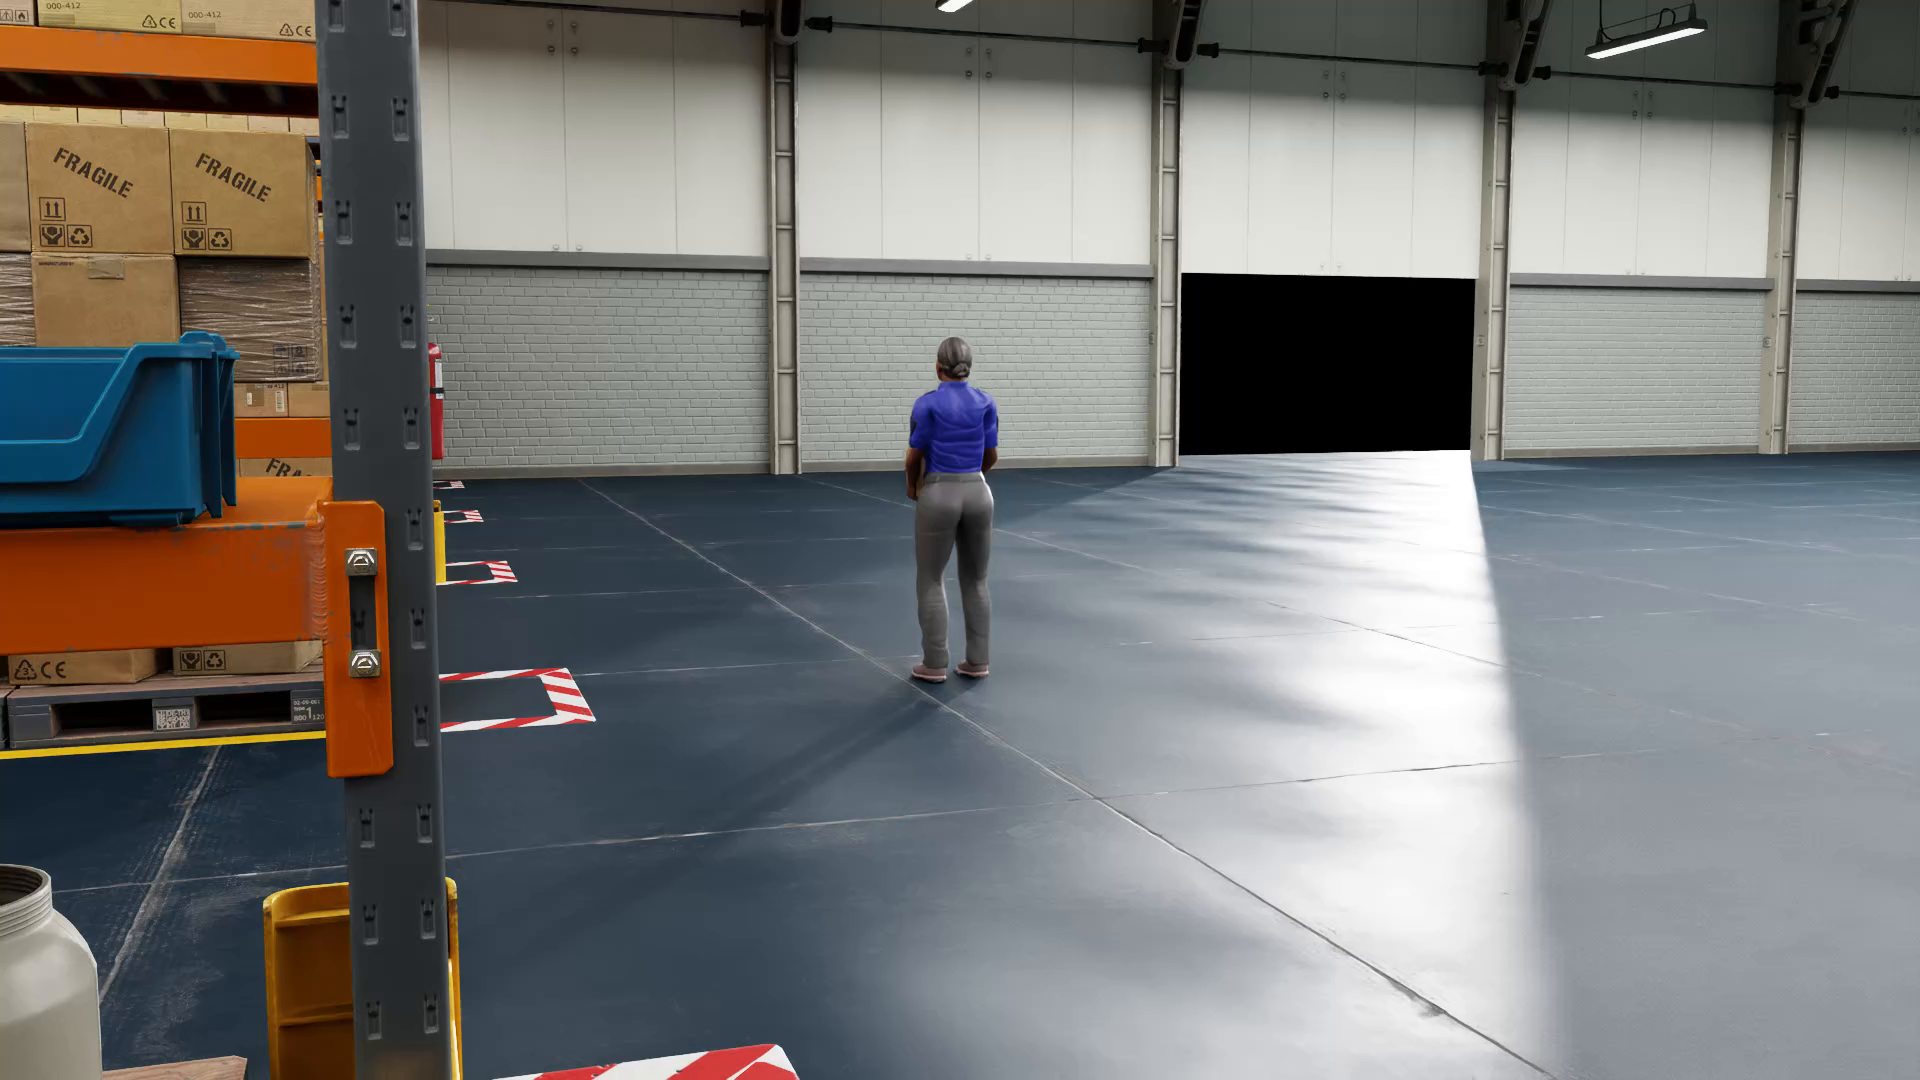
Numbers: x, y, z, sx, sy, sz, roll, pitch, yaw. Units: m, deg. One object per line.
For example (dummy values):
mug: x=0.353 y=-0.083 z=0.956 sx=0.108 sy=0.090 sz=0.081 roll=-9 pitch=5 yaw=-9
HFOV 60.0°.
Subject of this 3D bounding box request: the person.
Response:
person: x=-0.057 y=-0.153 z=8.091 sx=0.460 sy=1.653 sz=0.500 roll=-2 pitch=6 yaw=-19
